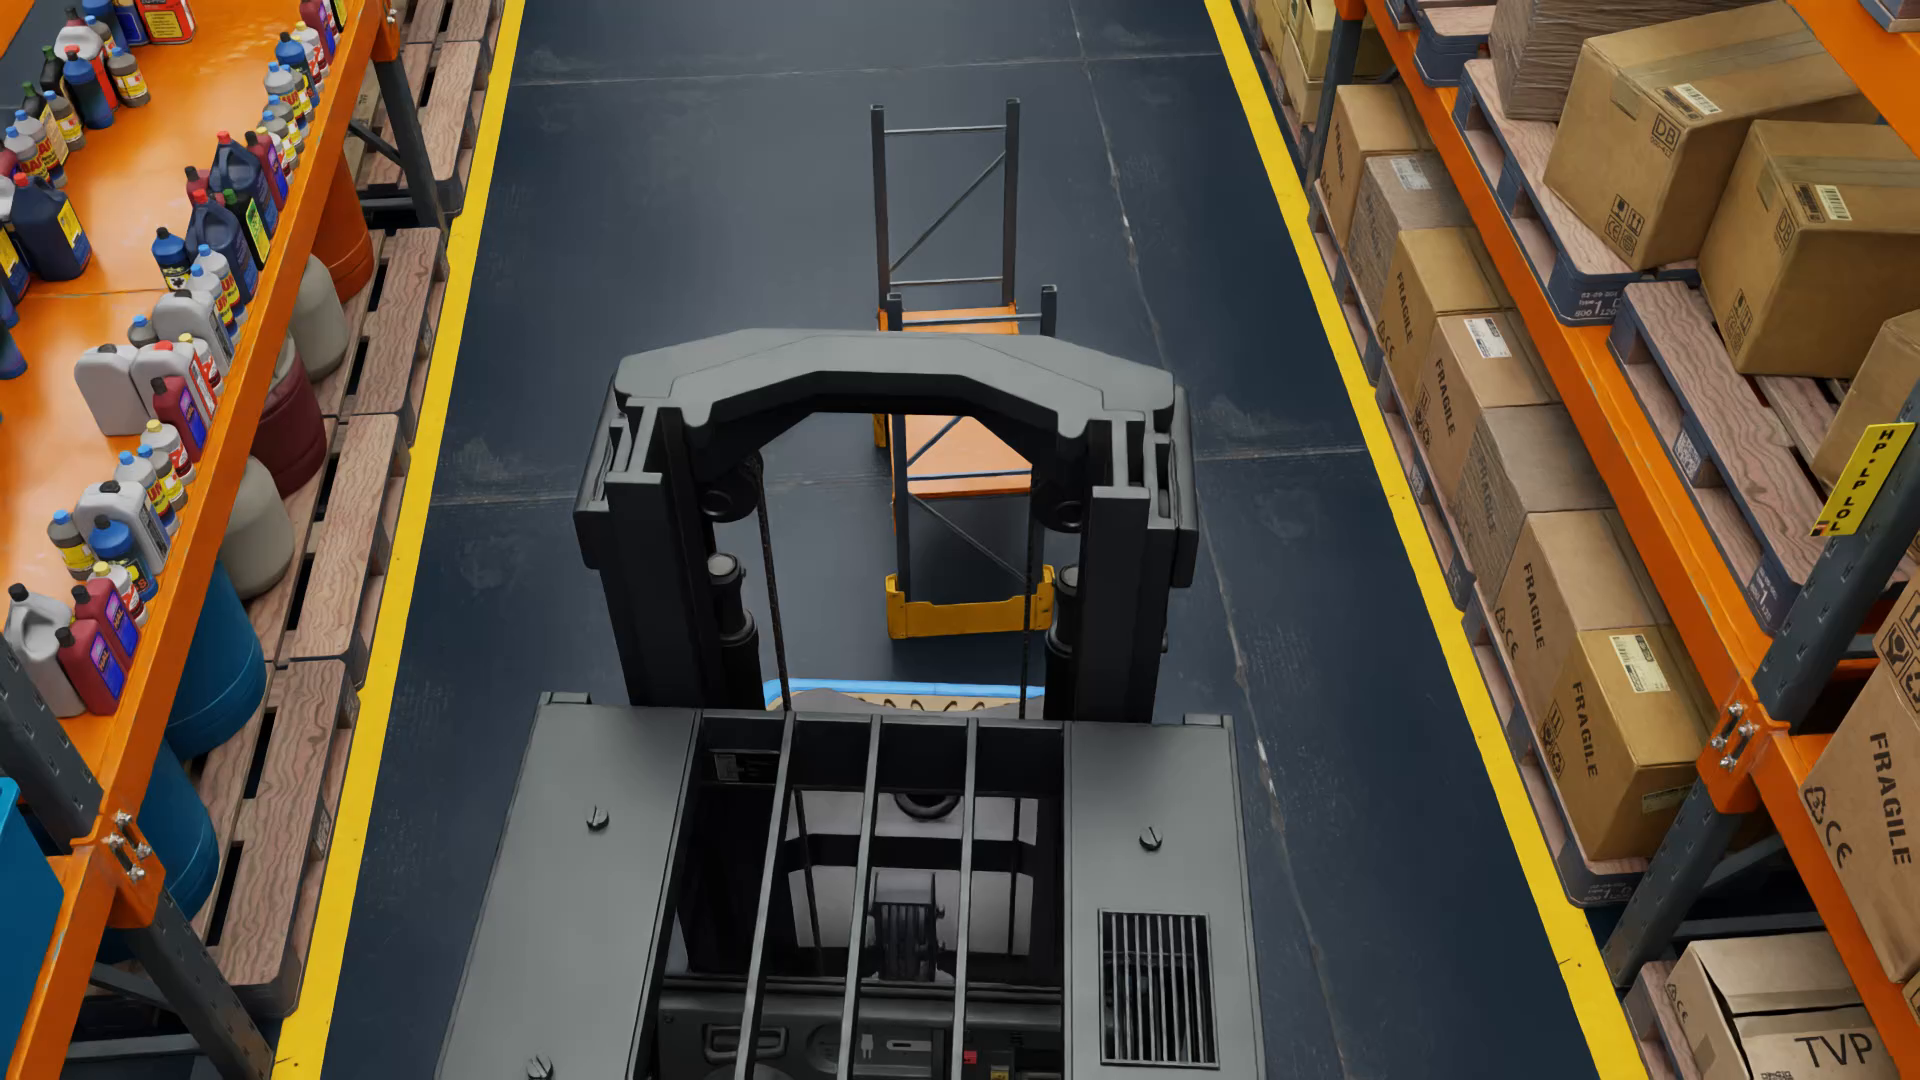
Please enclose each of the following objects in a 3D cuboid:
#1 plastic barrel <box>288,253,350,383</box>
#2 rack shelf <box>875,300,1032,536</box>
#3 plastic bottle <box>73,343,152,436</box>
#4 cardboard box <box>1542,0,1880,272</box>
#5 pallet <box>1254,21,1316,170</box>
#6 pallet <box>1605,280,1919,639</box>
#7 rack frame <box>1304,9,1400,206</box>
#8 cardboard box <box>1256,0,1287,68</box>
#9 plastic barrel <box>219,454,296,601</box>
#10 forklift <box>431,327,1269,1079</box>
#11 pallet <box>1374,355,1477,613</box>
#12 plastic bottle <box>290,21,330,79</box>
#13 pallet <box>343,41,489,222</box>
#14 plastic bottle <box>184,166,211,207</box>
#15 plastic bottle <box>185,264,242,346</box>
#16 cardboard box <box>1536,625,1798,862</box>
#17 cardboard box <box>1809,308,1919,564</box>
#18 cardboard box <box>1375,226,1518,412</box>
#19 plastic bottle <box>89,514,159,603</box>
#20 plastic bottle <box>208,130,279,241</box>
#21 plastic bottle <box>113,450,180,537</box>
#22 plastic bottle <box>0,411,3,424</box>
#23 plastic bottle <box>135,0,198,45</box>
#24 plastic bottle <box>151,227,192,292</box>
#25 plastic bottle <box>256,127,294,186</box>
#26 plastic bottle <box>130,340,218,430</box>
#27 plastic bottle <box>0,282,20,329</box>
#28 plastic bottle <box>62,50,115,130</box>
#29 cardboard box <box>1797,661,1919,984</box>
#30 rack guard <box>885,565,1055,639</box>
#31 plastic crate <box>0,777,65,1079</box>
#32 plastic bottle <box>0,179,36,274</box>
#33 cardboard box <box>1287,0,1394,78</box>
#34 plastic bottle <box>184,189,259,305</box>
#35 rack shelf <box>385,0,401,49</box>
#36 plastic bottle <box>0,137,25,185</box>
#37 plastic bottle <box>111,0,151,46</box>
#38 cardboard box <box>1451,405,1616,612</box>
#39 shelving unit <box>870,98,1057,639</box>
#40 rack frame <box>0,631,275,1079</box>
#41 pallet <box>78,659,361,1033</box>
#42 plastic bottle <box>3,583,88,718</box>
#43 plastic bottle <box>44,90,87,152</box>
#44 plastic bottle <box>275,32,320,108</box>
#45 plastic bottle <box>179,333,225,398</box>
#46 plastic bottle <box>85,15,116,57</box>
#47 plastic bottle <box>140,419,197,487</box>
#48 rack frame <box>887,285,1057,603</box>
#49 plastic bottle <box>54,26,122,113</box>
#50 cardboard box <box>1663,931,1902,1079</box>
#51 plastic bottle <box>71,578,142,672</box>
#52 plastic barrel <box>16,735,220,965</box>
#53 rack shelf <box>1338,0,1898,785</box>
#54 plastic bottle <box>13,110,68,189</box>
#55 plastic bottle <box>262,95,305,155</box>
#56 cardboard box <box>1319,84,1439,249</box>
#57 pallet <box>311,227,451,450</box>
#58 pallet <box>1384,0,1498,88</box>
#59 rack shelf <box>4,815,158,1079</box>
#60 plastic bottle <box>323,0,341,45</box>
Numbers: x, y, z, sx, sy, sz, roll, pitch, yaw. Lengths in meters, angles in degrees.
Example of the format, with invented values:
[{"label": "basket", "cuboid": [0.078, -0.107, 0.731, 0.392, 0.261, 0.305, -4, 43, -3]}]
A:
[{"label": "plastic barrel", "cuboid": [-2.626, -0.890, 6.451, 0.421, 0.512, 0.421, 0, 47, 0]}, {"label": "rack shelf", "cuboid": [-0.007, -0.454, 5.895, 0.538, 0.185, 1.000, -3, 47, -3]}, {"label": "plastic bottle", "cuboid": [-2.374, -0.439, 4.686, 0.152, 0.276, 0.135, -3, 47, -3]}, {"label": "cardboard box", "cuboid": [2.242, -1.215, 4.977, 0.700, 0.500, 0.500, -14, 48, -13]}, {"label": "pallet", "cuboid": [2.086, -2.295, 8.278, 1.003, 0.211, 1.213, -3, 47, -3]}, {"label": "pallet", "cuboid": [2.493, -0.280, 4.582, 1.003, 0.211, 1.213, -3, 47, -3]}, {"label": "rack frame", "cuboid": [2.116, -2.656, 6.699, 1.000, 3.000, 0.127, -3, 47, -3]}, {"label": "cardboard box", "cuboid": [1.782, -2.593, 8.244, 0.500, 0.250, 0.500, -4, 47, -4]}, {"label": "plastic barrel", "cuboid": [-2.531, -0.073, 5.678, 0.421, 0.512, 0.421, 0, 47, 0]}, {"label": "forklift", "cuboid": [-0.130, 1.180, 3.113, 1.130, 2.935, 3.031, 2, 47, 2]}, {"label": "pallet", "cuboid": [2.240, -0.274, 6.364, 1.003, 0.211, 1.213, -3, 47, -3]}, {"label": "plastic bottle", "cuboid": [-2.350, -1.771, 5.998, 0.097, 0.201, 0.097, 0, 47, 0]}, {"label": "pallet", "cuboid": [-2.846, -1.961, 7.962, 1.003, 0.211, 1.213, -3, 47, -3]}, {"label": "plastic bottle", "cuboid": [-2.394, -1.081, 5.288, 0.061, 0.283, 0.133, -3, 47, -3]}, {"label": "plastic bottle", "cuboid": [-2.224, -0.700, 4.936, 0.097, 0.271, 0.097, 0, 47, 0]}, {"label": "cardboard box", "cuboid": [2.124, 0.607, 5.028, 0.500, 0.500, 0.500, -4, 47, -4]}, {"label": "cardboard box", "cuboid": [2.634, -0.297, 4.107, 0.700, 0.500, 0.500, -18, 49, -16]}, {"label": "cardboard box", "cuboid": [1.956, -0.859, 6.416, 0.500, 0.500, 0.500, -4, 47, -4]}, {"label": "plastic bottle", "cuboid": [-2.138, 0.040, 4.234, 0.097, 0.271, 0.097, 0, 47, 0]}, {"label": "plastic bottle", "cuboid": [-2.294, -1.129, 5.287, 0.144, 0.351, 0.185, -3, 47, -3]}, {"label": "plastic bottle", "cuboid": [-2.158, -0.127, 4.393, 0.097, 0.271, 0.097, 0, 47, 0]}, {"label": "plastic bottle", "cuboid": [-2.802, -0.432, 4.682, 0.097, 0.271, 0.097, 0, 47, 0]}, {"label": "plastic bottle", "cuboid": [-2.955, -1.991, 6.155, 0.152, 0.276, 0.135, -3, 47, -3]}, {"label": "plastic bottle", "cuboid": [-2.384, -0.832, 5.061, 0.097, 0.271, 0.097, 0, 47, 0]}, {"label": "plastic bottle", "cuboid": [-2.293, -1.278, 5.531, 0.097, 0.201, 0.097, 0, 47, 0]}, {"label": "plastic bottle", "cuboid": [-2.222, -0.449, 4.694, 0.152, 0.276, 0.135, -3, 47, -3]}, {"label": "plastic bottle", "cuboid": [-2.931, -0.761, 4.994, 0.097, 0.271, 0.097, 0, 47, 0]}, {"label": "plastic bottle", "cuboid": [-3.024, -1.564, 5.754, 0.097, 0.271, 0.097, 0, 47, 0]}, {"label": "cardboard box", "cuboid": [2.222, 0.589, 3.557, 0.500, 0.500, 0.500, -2, 47, -2]}, {"label": "rack guard", "cuboid": [0.035, 0.219, 5.870, 0.587, 0.250, 0.087, -3, 47, -3]}, {"label": "plastic crate", "cuboid": [-2.106, 0.839, 3.359, 0.392, 0.384, 0.575, -3, 47, -3]}, {"label": "plastic bottle", "cuboid": [-2.990, -0.979, 5.196, 0.152, 0.276, 0.135, -3, 47, -3]}, {"label": "cardboard box", "cuboid": [1.827, -2.411, 7.686, 0.500, 0.311, 0.500, -2, 47, -2]}, {"label": "plastic bottle", "cuboid": [-2.267, -0.899, 5.069, 0.144, 0.351, 0.185, -3, 47, -3]}, {"label": "rack shelf", "cuboid": [-2.988, -3.557, 8.048, 1.077, 0.370, 4.000, -3, 47, -3]}, {"label": "plastic bottle", "cuboid": [-3.055, -1.146, 5.349, 0.061, 0.283, 0.133, -3, 47, -3]}, {"label": "plastic bottle", "cuboid": [-3.106, -1.982, 6.147, 0.152, 0.276, 0.135, -3, 47, -3]}, {"label": "cardboard box", "cuboid": [2.049, -0.114, 5.711, 0.500, 0.500, 0.500, -3, 47, -3]}, {"label": "shelving unit", "cuboid": [-0.006, -0.571, 5.758, 0.587, 1.500, 1.083, -3, 47, -3]}, {"label": "rack frame", "cuboid": [-2.485, 0.537, 3.676, 1.000, 3.000, 0.127, -3, 47, -3]}, {"label": "pallet", "cuboid": [-2.508, 0.935, 5.219, 1.003, 0.211, 1.213, -3, 47, -3]}, {"label": "plastic bottle", "cuboid": [-2.195, 0.250, 3.981, 0.144, 0.351, 0.185, -3, 47, -3]}, {"label": "plastic bottle", "cuboid": [-3.074, -1.439, 5.684, 0.097, 0.201, 0.097, 0, 47, 0]}, {"label": "plastic bottle", "cuboid": [-2.334, -1.654, 5.839, 0.097, 0.271, 0.097, 0, 47, 0]}, {"label": "plastic bottle", "cuboid": [-2.204, -0.508, 4.802, 0.097, 0.201, 0.097, 0, 47, 0]}, {"label": "plastic bottle", "cuboid": [-3.116, -1.800, 6.026, 0.097, 0.201, 0.097, 0, 47, 0]}, {"label": "plastic bottle", "cuboid": [-2.174, -0.244, 4.552, 0.097, 0.201, 0.097, 0, 47, 0]}, {"label": "rack frame", "cuboid": [0.035, -0.210, 5.416, 0.500, 1.500, 0.032, -3, 47, -3]}, {"label": "plastic bottle", "cuboid": [-3.067, -1.647, 5.829, 0.152, 0.276, 0.135, -3, 47, -3]}, {"label": "cardboard box", "cuboid": [2.271, 1.329, 4.475, 0.500, 0.311, 0.500, -3, 47, -3]}, {"label": "plastic bottle", "cuboid": [-2.102, 0.189, 4.085, 0.061, 0.283, 0.133, -3, 47, -3]}, {"label": "plastic barrel", "cuboid": [-2.514, 0.719, 4.659, 0.600, 0.901, 0.708, -3, 47, -3]}, {"label": "rack shelf", "cuboid": [2.283, -0.961, 5.590, 1.077, 0.370, 4.000, -3, 47, -3]}, {"label": "plastic bottle", "cuboid": [-3.054, -1.297, 5.501, 0.097, 0.271, 0.097, 0, 47, 0]}, {"label": "plastic bottle", "cuboid": [-2.310, -1.419, 5.664, 0.097, 0.201, 0.097, 0, 47, 0]}, {"label": "cardboard box", "cuboid": [1.869, -1.601, 7.119, 0.500, 0.500, 0.500, -2, 47, -2]}, {"label": "pallet", "cuboid": [-2.713, -0.831, 6.891, 1.003, 0.211, 1.213, -3, 47, -3]}, {"label": "pallet", "cuboid": [2.243, -2.104, 6.308, 1.213, 0.211, 1.003, -3, 47, -3]}, {"label": "rack shelf", "cuboid": [-2.318, 2.231, 2.566, 1.077, 0.370, 4.000, -3, 47, -3]}, {"label": "plastic bottle", "cuboid": [-2.370, -1.938, 6.156, 0.097, 0.201, 0.097, 0, 47, 0]}]
